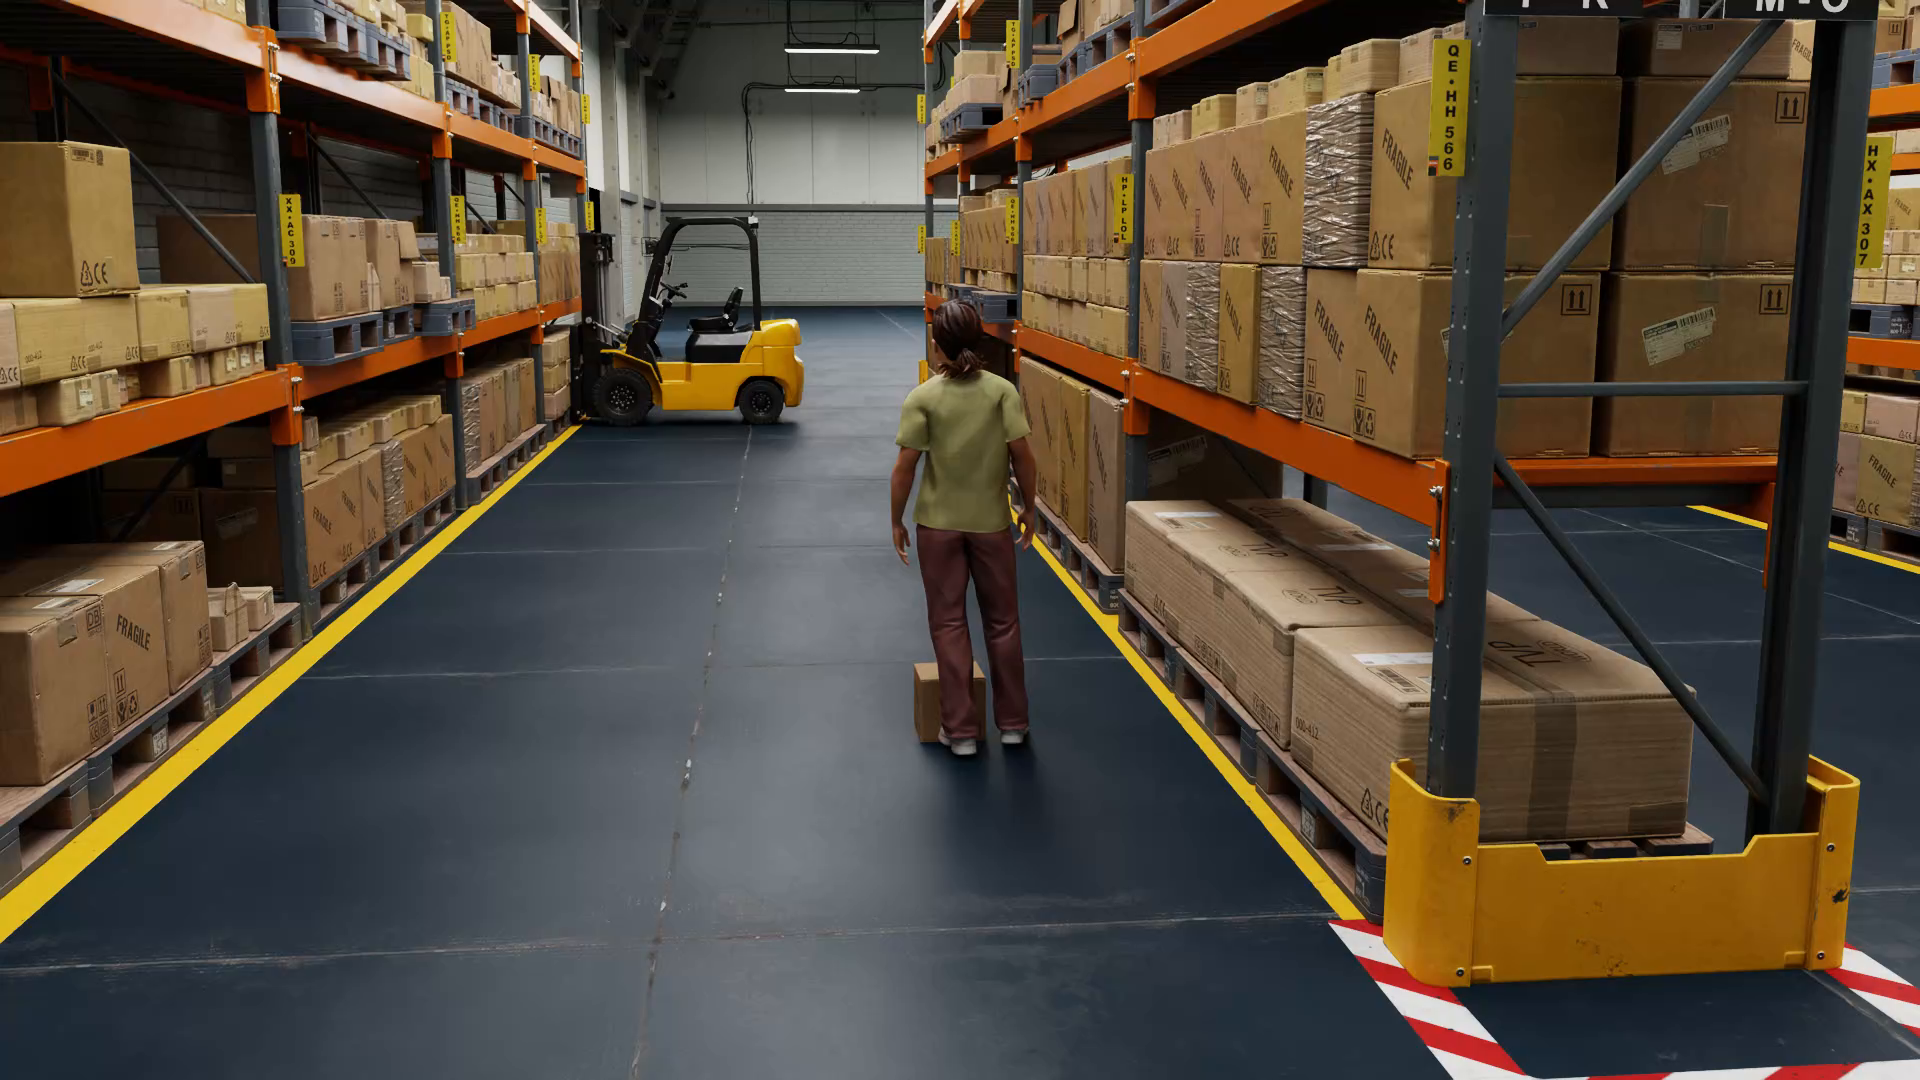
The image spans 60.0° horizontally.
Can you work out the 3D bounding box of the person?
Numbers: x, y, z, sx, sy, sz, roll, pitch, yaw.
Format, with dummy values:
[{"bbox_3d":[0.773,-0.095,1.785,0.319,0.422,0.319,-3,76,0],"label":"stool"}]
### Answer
[{"bbox_3d":[0.012,-0.041,6.130,0.553,1.657,0.517,-1,10,-6],"label":"person"}]
